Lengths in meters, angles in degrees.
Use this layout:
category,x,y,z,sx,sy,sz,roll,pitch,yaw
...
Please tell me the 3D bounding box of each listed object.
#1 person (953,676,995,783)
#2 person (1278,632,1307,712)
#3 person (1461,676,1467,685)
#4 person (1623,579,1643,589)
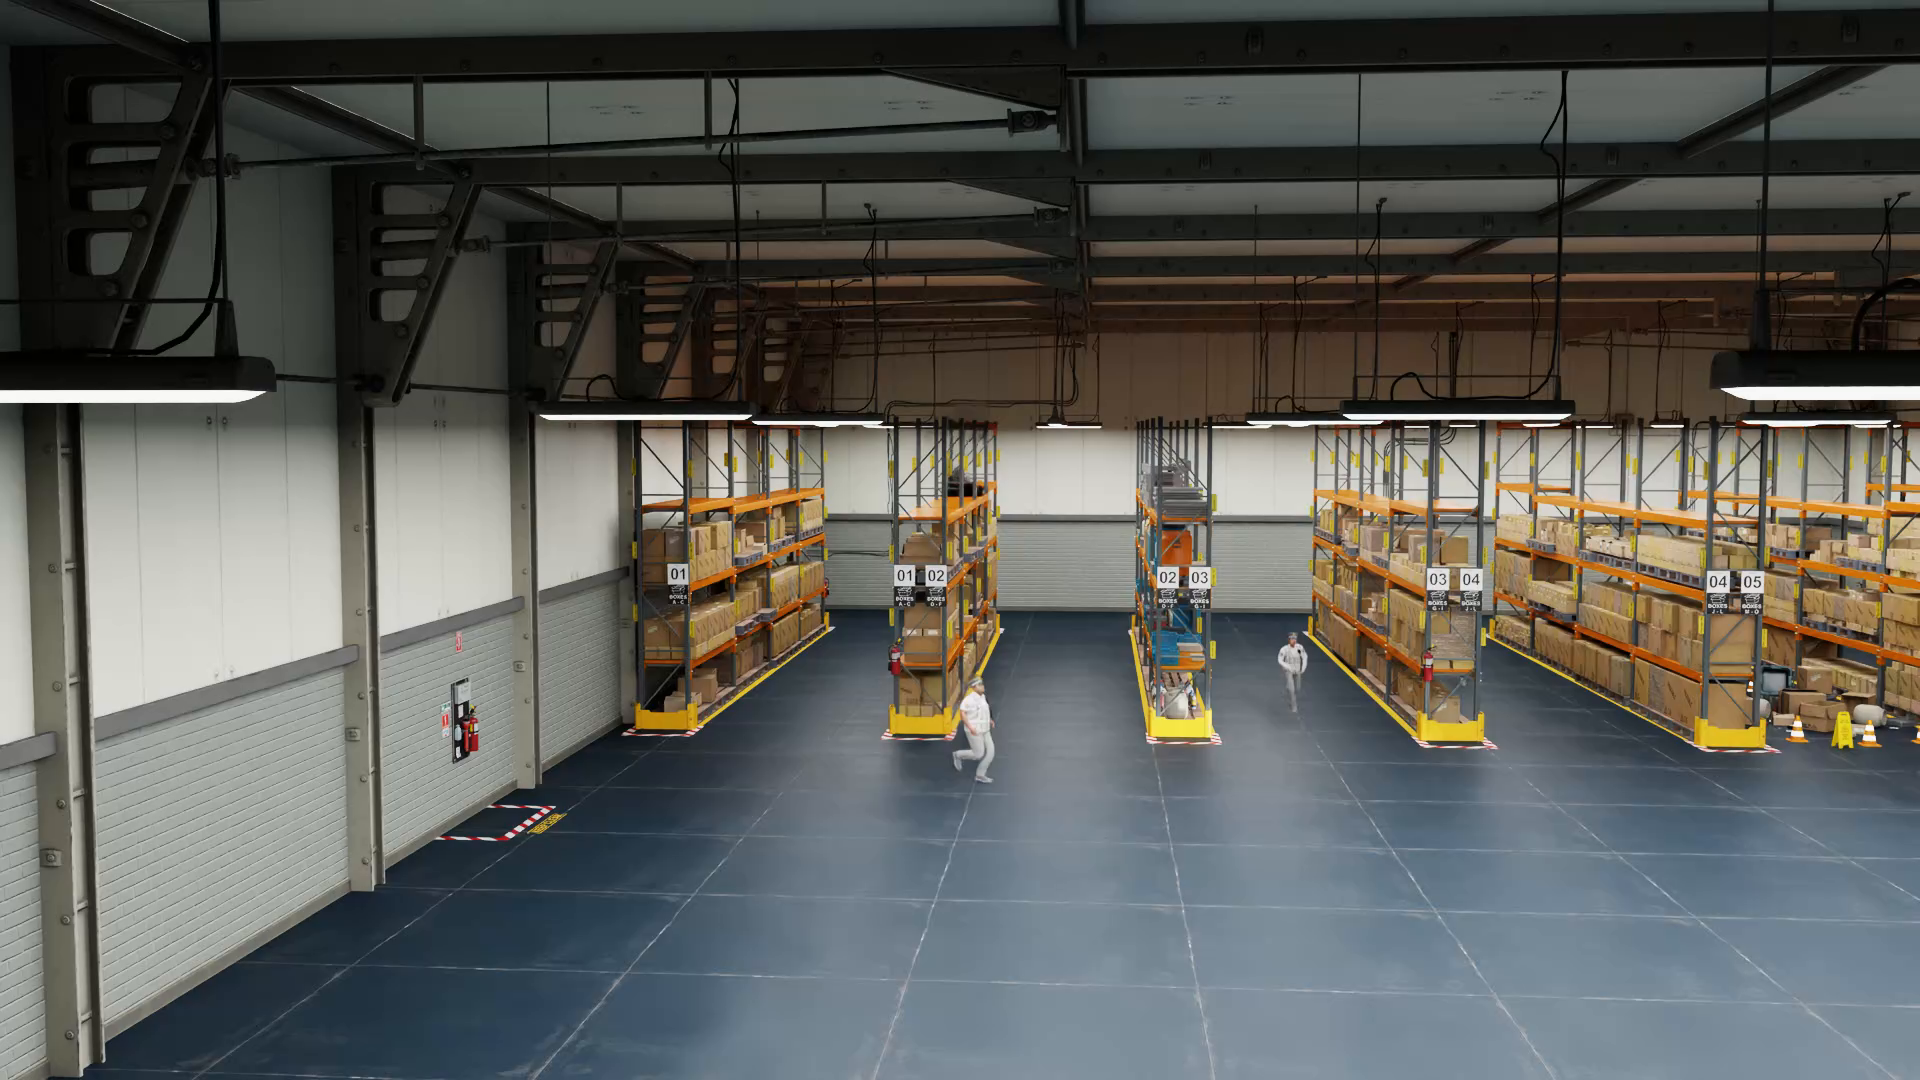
category,x,y,z,sx,sy,sz,roll,pitch,yaw
person,0.242,3.089,27.208,0.659,1.746,0.683,2,4,32
person,6.817,2.697,34.103,0.649,1.654,0.639,0,4,-7
person,11.516,2.463,37.994,0.506,1.582,1.029,0,4,2
person,18.912,1.746,47.034,0.851,1.828,0.669,0,4,5
